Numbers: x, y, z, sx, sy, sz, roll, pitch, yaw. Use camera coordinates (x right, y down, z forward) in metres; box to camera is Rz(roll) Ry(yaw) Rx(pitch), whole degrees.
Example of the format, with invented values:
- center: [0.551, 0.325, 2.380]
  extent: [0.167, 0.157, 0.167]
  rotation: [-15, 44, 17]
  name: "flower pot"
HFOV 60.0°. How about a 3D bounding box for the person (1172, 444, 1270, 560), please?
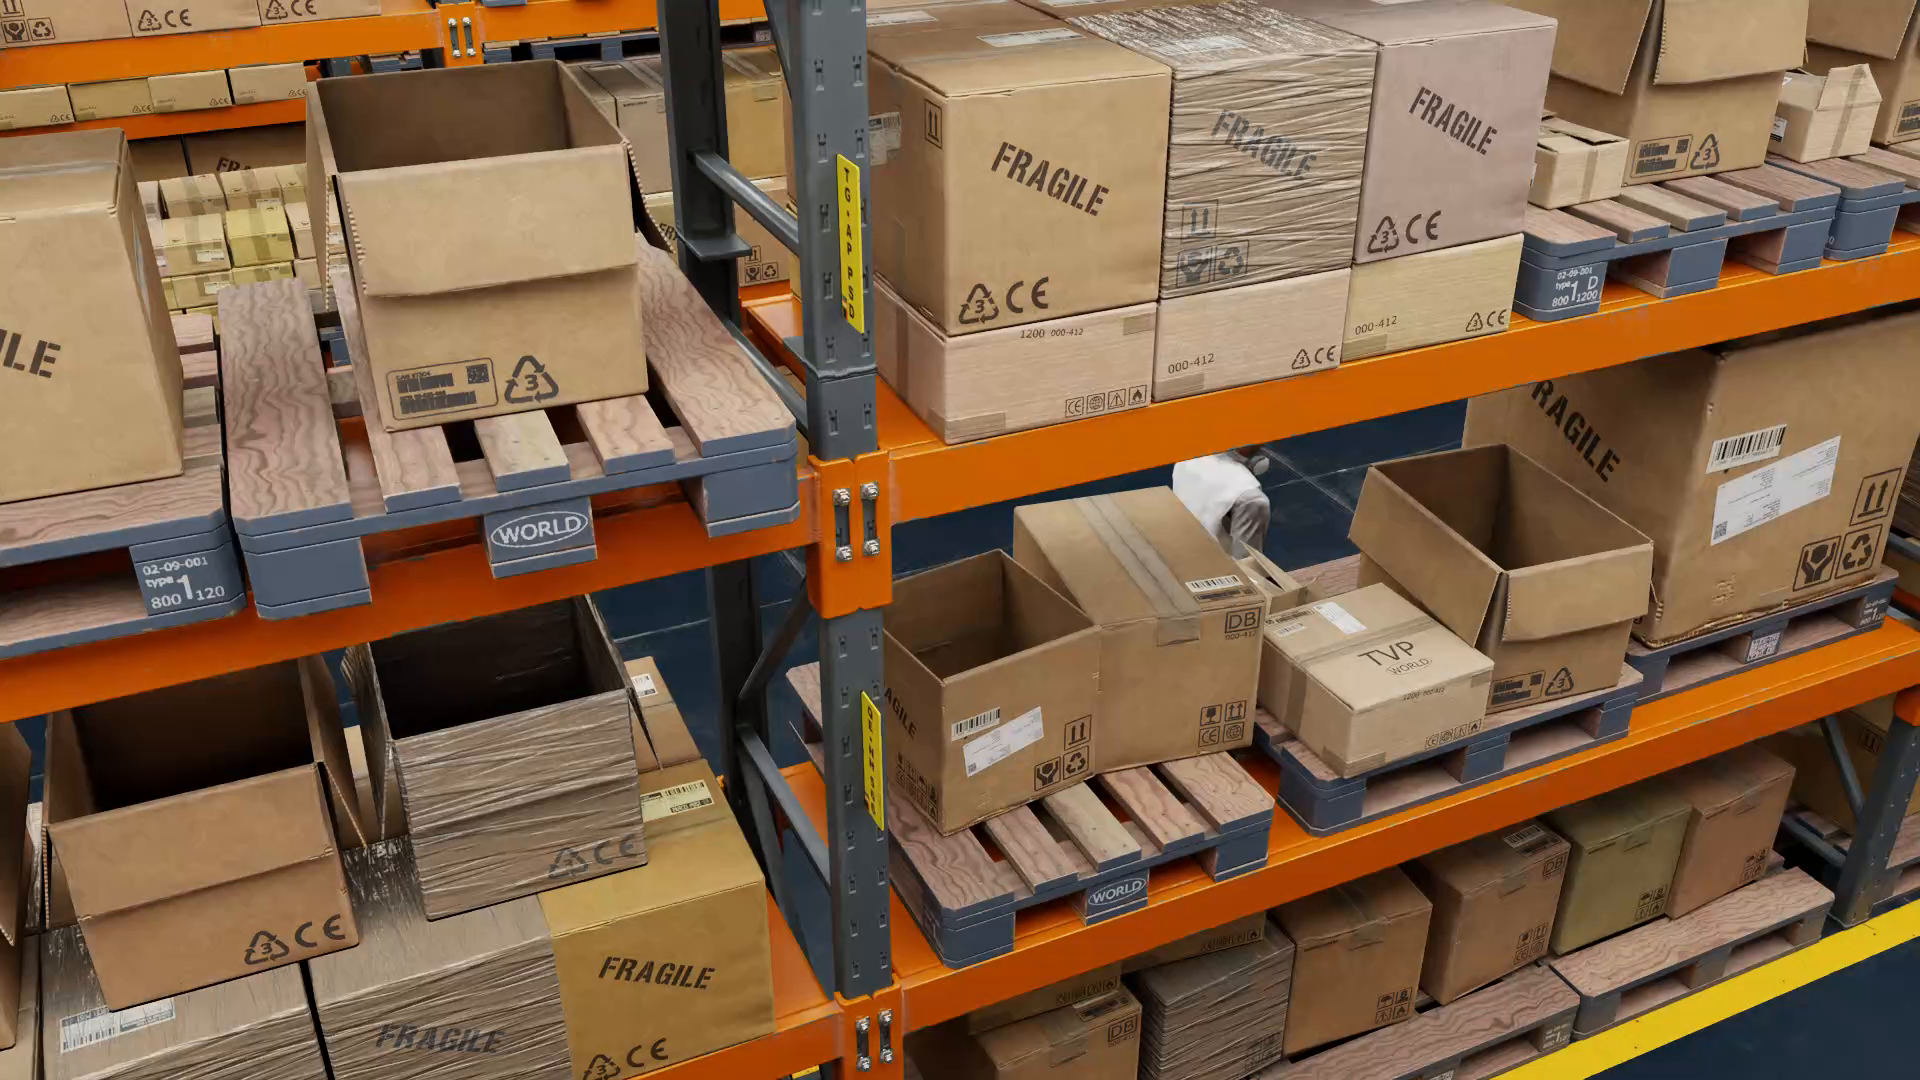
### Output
- center: [1.043, 0.203, 6.736]
  extent: [0.460, 1.772, 0.581]
  rotation: [-13, 32, -22]
  name: "person"
